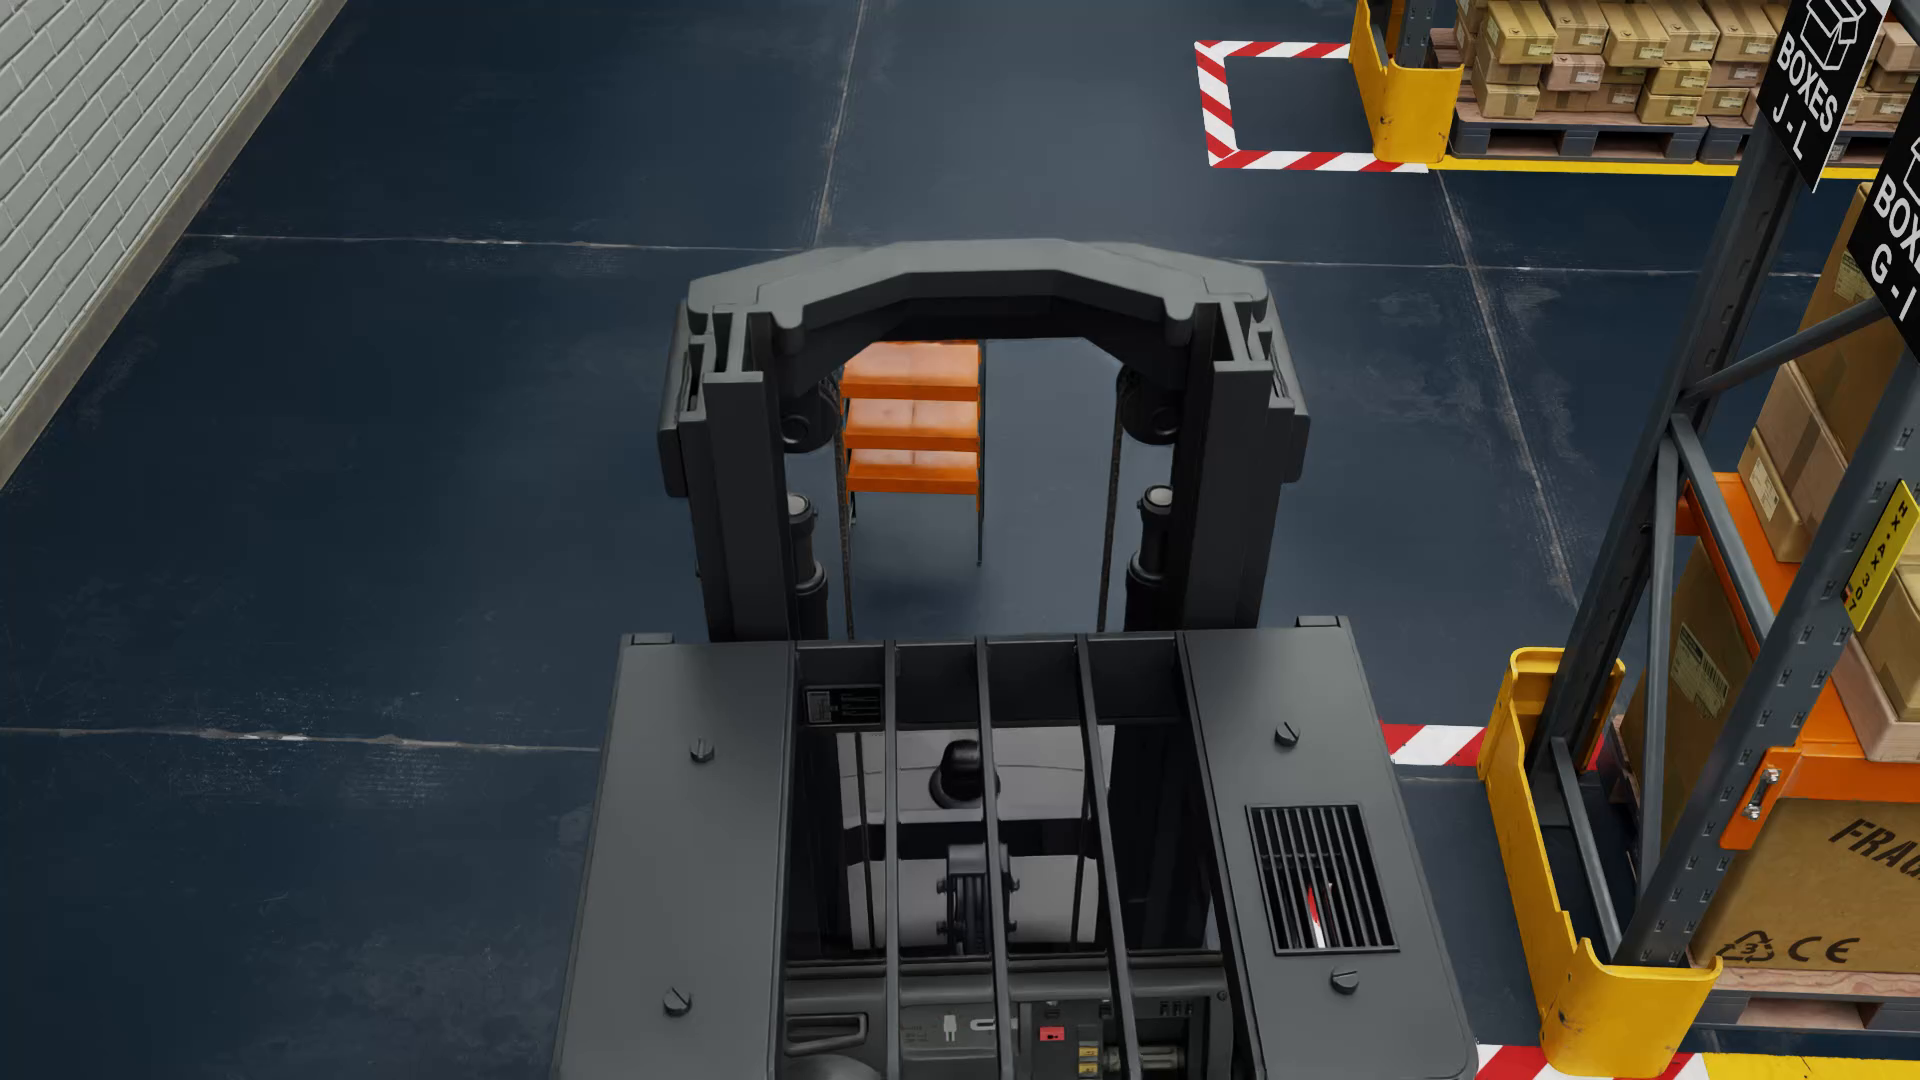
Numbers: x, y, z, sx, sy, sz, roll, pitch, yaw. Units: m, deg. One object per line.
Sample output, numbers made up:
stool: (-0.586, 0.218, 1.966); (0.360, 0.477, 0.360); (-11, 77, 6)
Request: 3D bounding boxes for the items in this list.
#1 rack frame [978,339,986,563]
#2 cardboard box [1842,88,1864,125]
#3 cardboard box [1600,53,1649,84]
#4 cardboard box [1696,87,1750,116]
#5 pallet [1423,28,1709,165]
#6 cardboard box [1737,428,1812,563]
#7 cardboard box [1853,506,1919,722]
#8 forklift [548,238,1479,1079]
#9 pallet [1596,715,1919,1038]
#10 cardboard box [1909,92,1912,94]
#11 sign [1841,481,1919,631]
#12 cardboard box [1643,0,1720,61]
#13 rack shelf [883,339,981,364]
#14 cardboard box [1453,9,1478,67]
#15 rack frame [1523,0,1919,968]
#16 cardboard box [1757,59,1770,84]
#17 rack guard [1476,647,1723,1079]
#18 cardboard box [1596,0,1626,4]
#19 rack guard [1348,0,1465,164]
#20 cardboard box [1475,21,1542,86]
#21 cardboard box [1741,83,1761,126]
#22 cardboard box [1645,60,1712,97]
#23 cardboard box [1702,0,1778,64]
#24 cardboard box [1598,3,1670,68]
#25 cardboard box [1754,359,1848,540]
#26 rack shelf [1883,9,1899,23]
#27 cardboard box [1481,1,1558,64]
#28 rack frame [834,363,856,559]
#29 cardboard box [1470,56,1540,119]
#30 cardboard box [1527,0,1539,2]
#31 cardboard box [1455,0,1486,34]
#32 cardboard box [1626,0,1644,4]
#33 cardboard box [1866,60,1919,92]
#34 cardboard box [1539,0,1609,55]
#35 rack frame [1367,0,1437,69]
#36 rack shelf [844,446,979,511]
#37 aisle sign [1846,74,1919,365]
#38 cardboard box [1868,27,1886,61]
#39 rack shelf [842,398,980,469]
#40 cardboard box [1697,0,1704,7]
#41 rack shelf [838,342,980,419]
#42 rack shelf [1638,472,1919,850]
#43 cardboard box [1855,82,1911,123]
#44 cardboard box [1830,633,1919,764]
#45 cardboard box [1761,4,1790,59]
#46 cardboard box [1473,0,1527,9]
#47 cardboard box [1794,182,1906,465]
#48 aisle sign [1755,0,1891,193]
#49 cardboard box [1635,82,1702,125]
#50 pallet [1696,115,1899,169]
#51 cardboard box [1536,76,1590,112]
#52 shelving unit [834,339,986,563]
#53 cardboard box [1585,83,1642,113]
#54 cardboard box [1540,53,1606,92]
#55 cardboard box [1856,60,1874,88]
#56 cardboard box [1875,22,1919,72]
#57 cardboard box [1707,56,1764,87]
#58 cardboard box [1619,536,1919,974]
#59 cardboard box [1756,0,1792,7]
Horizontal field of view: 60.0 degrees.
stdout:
rack frame: (0.078, -0.437, 5.838); (0.015, 1.200, 0.240); (2, 43, 2)
cardboard box: (4.245, -2.209, 8.204); (0.250, 0.149, 0.380); (2, 43, 2)
cardboard box: (3.222, -2.405, 8.196); (0.250, 0.149, 0.380); (2, 43, 2)
cardboard box: (3.722, -2.267, 8.266); (0.250, 0.149, 0.380); (2, 43, 2)
pallet: (3.076, -2.299, 8.563); (1.213, 0.211, 1.003); (2, 43, 2)
cardboard box: (2.237, -0.118, 4.360); (0.250, 0.149, 0.380); (3, 43, 3)
cardboard box: (2.333, 0.148, 3.782); (0.500, 0.250, 0.500); (1, 43, 1)
forklift: (0.051, 1.084, 2.936); (1.130, 2.935, 3.031); (-1, 43, -2)
pallet: (2.668, 0.995, 5.027); (1.213, 0.211, 1.003); (2, 43, 2)
cardboard box: (4.745, -2.170, 8.162); (0.250, 0.149, 0.380); (2, 43, 2)
sign: (1.835, 0.036, 3.318); (0.005, 0.325, 0.100); (2, 43, 2)
cardboard box: (3.477, -2.479, 8.057); (0.250, 0.149, 0.380); (0, 43, 0)
rack shelf: (-0.165, -0.732, 5.579); (0.480, 0.148, 0.258); (2, 43, 2)
cardboard box: (2.726, -2.607, 8.631); (0.250, 0.149, 0.380); (2, 43, 3)
rack frame: (1.866, 0.004, 4.046); (0.127, 3.000, 1.000); (2, 43, 2)
cardboard box: (4.015, -2.400, 8.191); (0.250, 0.149, 0.380); (4, 43, 4)
rack guard: (1.842, 0.917, 4.898); (0.348, 0.500, 1.175); (2, 43, 2)
cardboard box: (3.243, -2.887, 8.495); (0.250, 0.149, 0.380); (1, 43, 1)
rack guard: (2.266, -2.454, 8.517); (0.348, 0.500, 1.175); (2, 43, 2)
cardboard box: (2.702, -2.399, 8.190); (0.250, 0.149, 0.380); (3, 43, 4)
cardboard box: (3.967, -2.200, 8.194); (0.250, 0.149, 0.380); (0, 43, 0)
cardboard box: (3.473, -2.323, 8.109); (0.250, 0.149, 0.380); (3, 43, 3)
cardboard box: (3.753, -2.464, 8.041); (0.250, 0.149, 0.380); (3, 43, 4)
cardboard box: (3.225, -2.430, 8.005); (0.250, 0.149, 0.380); (2, 43, 2)
cardboard box: (2.362, -0.216, 4.173); (0.500, 0.250, 0.500); (1, 43, 1)
rack shelf: (3.864, -0.769, 3.202); (4.000, 0.370, 1.077); (2, 43, 2)
cardboard box: (2.698, -2.451, 8.028); (0.250, 0.149, 0.380); (0, 43, 0)
rack frame: (-0.409, -0.452, 5.855); (0.015, 1.200, 0.240); (2, 43, 2)
cardboard box: (2.699, -2.247, 8.245); (0.250, 0.149, 0.380); (3, 43, 3)
cardboard box: (2.979, -2.808, 8.411); (0.250, 0.149, 0.380); (3, 43, 3)
cardboard box: (2.730, -2.768, 8.586); (0.250, 0.149, 0.380); (1, 43, 1)
cardboard box: (3.499, -2.836, 8.441); (0.250, 0.149, 0.380); (0, 43, 0)
cardboard box: (4.550, -2.348, 8.135); (0.250, 0.149, 0.380); (0, 43, 0)
cardboard box: (2.979, -2.525, 8.107); (0.250, 0.149, 0.380); (2, 43, 3)
rack frame: (2.190, -3.371, 7.668); (0.127, 3.000, 1.000); (2, 43, 2)
rack shelf: (-0.165, -0.250, 6.028); (0.480, 0.148, 0.258); (2, 43, 2)
aisle sign: (1.781, -0.746, 2.942); (0.004, 0.787, 0.394); (2, 43, 2)
cardboard box: (4.269, -2.482, 8.061); (0.250, 0.149, 0.380); (2, 43, 2)
rack shelf: (-0.165, -0.395, 5.892); (0.480, 0.148, 0.258); (2, 43, 2)
cardboard box: (3.770, -2.866, 8.472); (0.250, 0.149, 0.380); (3, 43, 3)
rack shelf: (-0.165, -0.559, 5.740); (0.480, 0.148, 0.258); (2, 43, 2)
rack shelf: (3.864, 0.328, 4.225); (4.000, 0.370, 1.077); (2, 43, 2)
cardboard box: (4.488, -2.224, 8.220); (0.250, 0.149, 0.380); (3, 43, 3)
cardboard box: (2.206, 0.331, 3.878); (0.250, 0.149, 0.380); (2, 43, 2)
cardboard box: (4.014, -2.425, 7.999); (0.250, 0.149, 0.380); (2, 43, 3)
cardboard box: (2.731, -2.855, 8.461); (0.250, 0.149, 0.380); (2, 43, 2)
cardboard box: (2.365, -0.489, 3.916); (0.500, 0.500, 0.500); (2, 43, 2)
aisle sign: (1.808, -1.154, 3.381); (0.004, 0.787, 0.394); (2, 43, 2)
cardboard box: (3.463, -2.209, 8.205); (0.250, 0.149, 0.380); (2, 43, 2)
pallet: (4.292, -2.260, 8.521); (1.213, 0.211, 1.003); (2, 43, 2)
cardboard box: (2.964, -2.295, 8.296); (0.250, 0.149, 0.380); (2, 43, 2)
shelving unit: (-0.165, -0.444, 5.846); (0.503, 1.200, 0.258); (2, 43, 2)
cardboard box: (3.213, -2.292, 8.293); (0.250, 0.149, 0.380); (2, 43, 2)
cardboard box: (2.973, -2.352, 8.140); (0.250, 0.149, 0.380); (2, 43, 2)
cardboard box: (4.285, -2.385, 8.174); (0.250, 0.149, 0.380); (4, 43, 4)
cardboard box: (4.513, -2.400, 7.972); (0.250, 0.149, 0.380); (0, 43, 0)
cardboard box: (3.742, -2.380, 8.169); (0.250, 0.149, 0.380); (0, 43, 0)
cardboard box: (2.509, 0.593, 4.664); (0.875, 0.875, 0.875); (2, 43, 2)
cardboard box: (4.028, -2.782, 8.383); (0.250, 0.149, 0.380); (0, 43, 0)
